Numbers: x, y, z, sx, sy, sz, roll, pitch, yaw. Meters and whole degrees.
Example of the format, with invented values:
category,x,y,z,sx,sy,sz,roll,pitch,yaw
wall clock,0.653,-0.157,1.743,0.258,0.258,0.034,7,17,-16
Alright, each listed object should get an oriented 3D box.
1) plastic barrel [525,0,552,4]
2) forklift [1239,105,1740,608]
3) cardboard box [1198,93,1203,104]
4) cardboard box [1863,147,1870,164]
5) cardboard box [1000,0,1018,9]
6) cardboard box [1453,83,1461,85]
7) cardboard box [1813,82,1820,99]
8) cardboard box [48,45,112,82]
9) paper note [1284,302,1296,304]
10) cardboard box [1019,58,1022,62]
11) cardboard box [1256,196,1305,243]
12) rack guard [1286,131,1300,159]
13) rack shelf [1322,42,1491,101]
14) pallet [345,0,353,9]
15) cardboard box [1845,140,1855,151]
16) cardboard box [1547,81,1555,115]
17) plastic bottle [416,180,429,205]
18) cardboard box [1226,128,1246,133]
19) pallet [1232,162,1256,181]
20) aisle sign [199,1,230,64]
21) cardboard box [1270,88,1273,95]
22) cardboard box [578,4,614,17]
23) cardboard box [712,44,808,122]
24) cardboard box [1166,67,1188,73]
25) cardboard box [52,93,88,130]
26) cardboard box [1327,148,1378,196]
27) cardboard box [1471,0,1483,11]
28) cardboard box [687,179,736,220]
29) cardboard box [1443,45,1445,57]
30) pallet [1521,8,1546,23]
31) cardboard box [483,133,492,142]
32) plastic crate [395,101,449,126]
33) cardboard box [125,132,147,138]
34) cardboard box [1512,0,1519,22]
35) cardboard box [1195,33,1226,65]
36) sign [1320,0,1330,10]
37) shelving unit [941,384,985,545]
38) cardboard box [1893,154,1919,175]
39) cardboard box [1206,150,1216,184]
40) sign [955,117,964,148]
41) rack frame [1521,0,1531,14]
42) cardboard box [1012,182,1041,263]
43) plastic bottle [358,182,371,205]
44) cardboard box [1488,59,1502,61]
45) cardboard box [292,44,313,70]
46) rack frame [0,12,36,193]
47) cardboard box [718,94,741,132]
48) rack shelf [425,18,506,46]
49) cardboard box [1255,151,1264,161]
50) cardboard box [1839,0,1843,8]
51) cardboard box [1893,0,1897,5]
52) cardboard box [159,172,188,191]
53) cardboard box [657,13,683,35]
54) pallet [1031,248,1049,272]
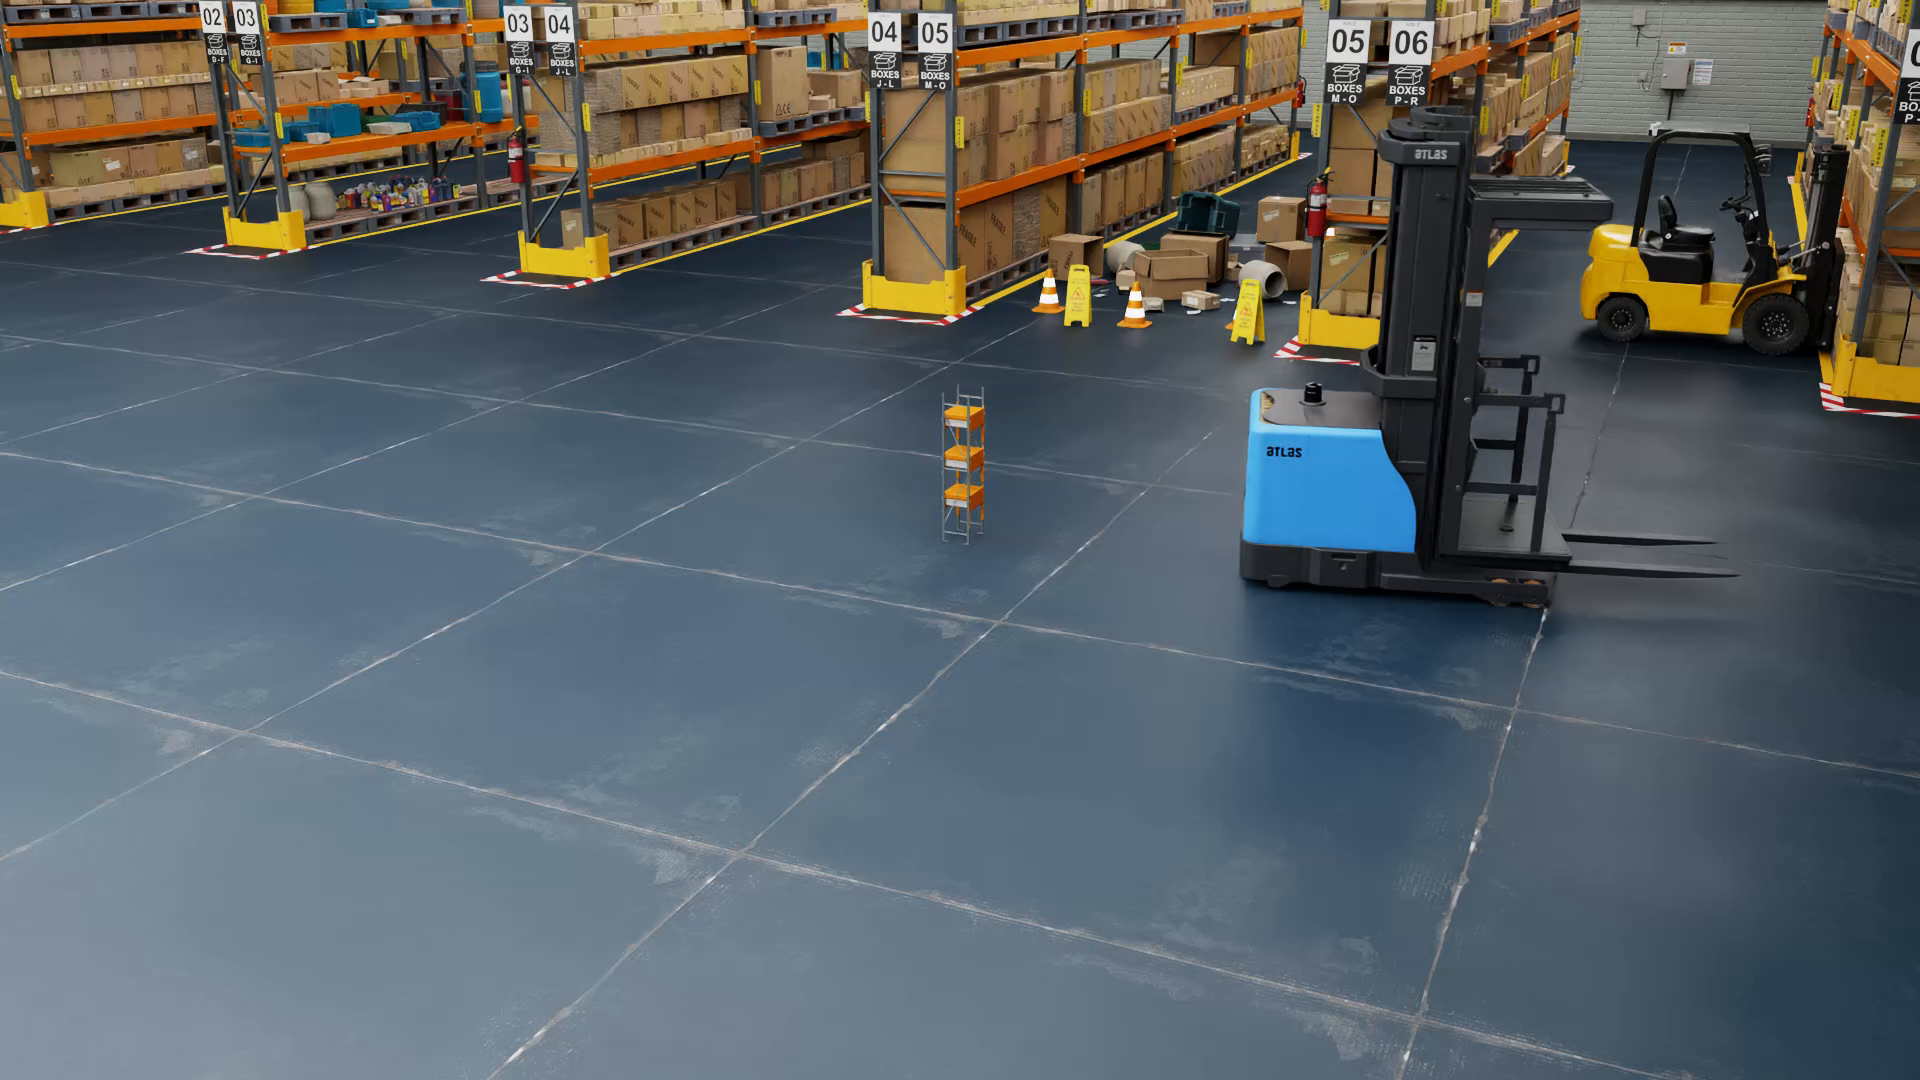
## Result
category,x,y,z,sx,sy,sz,roll,pitch,yaw
plastic barrel,-7.038,-9.073,27.388,0.600,0.830,0.708,9,21,23
forklift,3.353,-1.152,10.334,3.031,2.935,1.130,3,20,9
cardboard box,3.675,-7.082,26.654,0.380,0.149,0.250,9,21,23
cardboard box,9.295,-3.841,16.675,0.380,0.149,0.250,8,21,21
cardboard box,0.336,-6.192,18.931,0.500,0.250,0.500,8,21,22
cardboard box,6.511,-5.795,22.068,0.500,0.500,0.500,9,21,24
cardboard box,14.699,-7.573,28.066,0.500,0.250,0.500,9,21,23
cardboard box,-13.388,-7.245,25.280,0.700,0.500,0.500,9,21,23
paper note,3.795,-2.735,19.113,0.142,0.019,0.148,1,20,4
cardboard box,0.912,-9.805,33.224,0.500,0.500,0.500,8,21,21
cardboard box,4.050,-4.031,20.927,0.500,0.500,0.500,9,21,23
rack guard,6.012,-7.732,32.465,1.175,0.500,0.348,9,21,23
rack shelf,4.867,-5.080,17.872,1.077,0.370,4.000,9,21,23
pallet,-11.404,-9.322,29.010,1.003,0.211,1.213,10,22,25
cardboard box,10.388,-4.445,18.969,0.500,0.250,0.500,8,21,21
cardboard box,9.393,-7.217,27.136,0.500,0.500,0.500,9,22,24
plastic bottle,-8.085,-5.221,24.971,0.144,0.351,0.185,8,21,22
cardboard box,5.147,-7.624,31.170,0.380,0.149,0.250,9,22,25
pallet,4.648,-6.607,29.731,1.003,0.211,1.213,9,21,23
aisle sign,-9.812,-6.677,21.887,0.394,0.787,0.004,9,21,23
cardboard box,5.559,-8.295,30.691,0.380,0.149,0.250,8,21,20
cardboard box,-4.484,-6.497,20.412,0.380,0.149,0.250,8,21,22
cardboard box,-2.902,-6.681,24.255,1.000,1.000,1.000,9,21,23
cardboard box,3.608,-7.849,27.923,0.380,0.149,0.250,9,21,23
cardboard box,-13.615,-6.463,25.017,0.700,0.500,0.500,9,22,24
cardboard box,4.019,-3.785,17.042,0.500,0.500,0.500,8,21,22
cardboard box,5.544,-5.906,18.307,0.380,0.149,0.250,9,22,24
cardboard box,-3.555,-4.880,23.817,0.500,0.500,0.500,8,21,21
cardboard box,4.725,-4.994,16.932,0.380,0.149,0.250,8,21,22
pallet,7.995,-7.710,24.477,1.003,0.211,1.213,10,22,25
cardboard box,-9.678,-8.163,33.019,0.500,0.500,0.500,8,21,21
plastic crate,-8.204,-6.484,25.318,0.767,0.338,0.504,9,21,23
cardboard box,-16.016,-7.743,31.839,0.700,0.500,0.500,8,21,22
cardboard box,6.498,-6.436,20.210,0.500,0.250,0.500,8,21,22
cardboard box,4.351,-8.550,28.948,0.500,0.500,0.500,8,21,21
sign,3.550,-5.307,16.116,0.100,0.325,0.005,9,21,23
shelving unit,0.022,-0.511,11.339,0.215,1.050,0.252,9,21,23
cardboard box,8.533,-3.345,14.837,0.380,0.149,0.250,9,21,23
cardboard box,3.907,-6.157,27.408,0.500,0.500,0.500,8,21,22
sign,-0.005,-4.409,17.981,0.100,0.325,0.005,9,21,23
rack frame,7.324,-8.666,22.407,1.000,3.000,0.127,9,21,23
cardboard box,0.442,-4.003,20.792,0.875,0.875,0.875,9,21,23
plastic bottle,-8.910,-5.181,24.857,0.144,0.351,0.185,10,22,25
cardboard box,7.709,-6.860,24.642,0.500,0.500,0.500,9,21,23
cardboard box,-14.008,-10.172,34.972,0.500,0.500,0.500,9,21,23
rack frame,-14.029,-6.114,24.184,1.000,3.000,0.127,9,21,23
cardboard box,-3.595,-6.035,23.368,0.875,0.500,0.500,9,21,23
rack shelf,-7.054,-8.342,27.045,1.077,0.370,4.000,9,21,23
cardboard box,5.341,-7.035,30.401,0.380,0.149,0.250,8,21,21
cardboard box,12.479,-7.496,23.194,0.380,0.149,0.250,9,22,24
cardboard box,9.322,-5.063,15.821,0.797,0.503,0.637,9,22,24
cardboard box,-12.786,-5.761,26.668,0.500,0.250,0.500,9,21,23
cardboard box,-3.939,-6.677,21.515,0.500,0.250,0.500,9,22,24
pallet,0.746,-3.729,21.640,1.003,0.211,1.213,9,21,23
